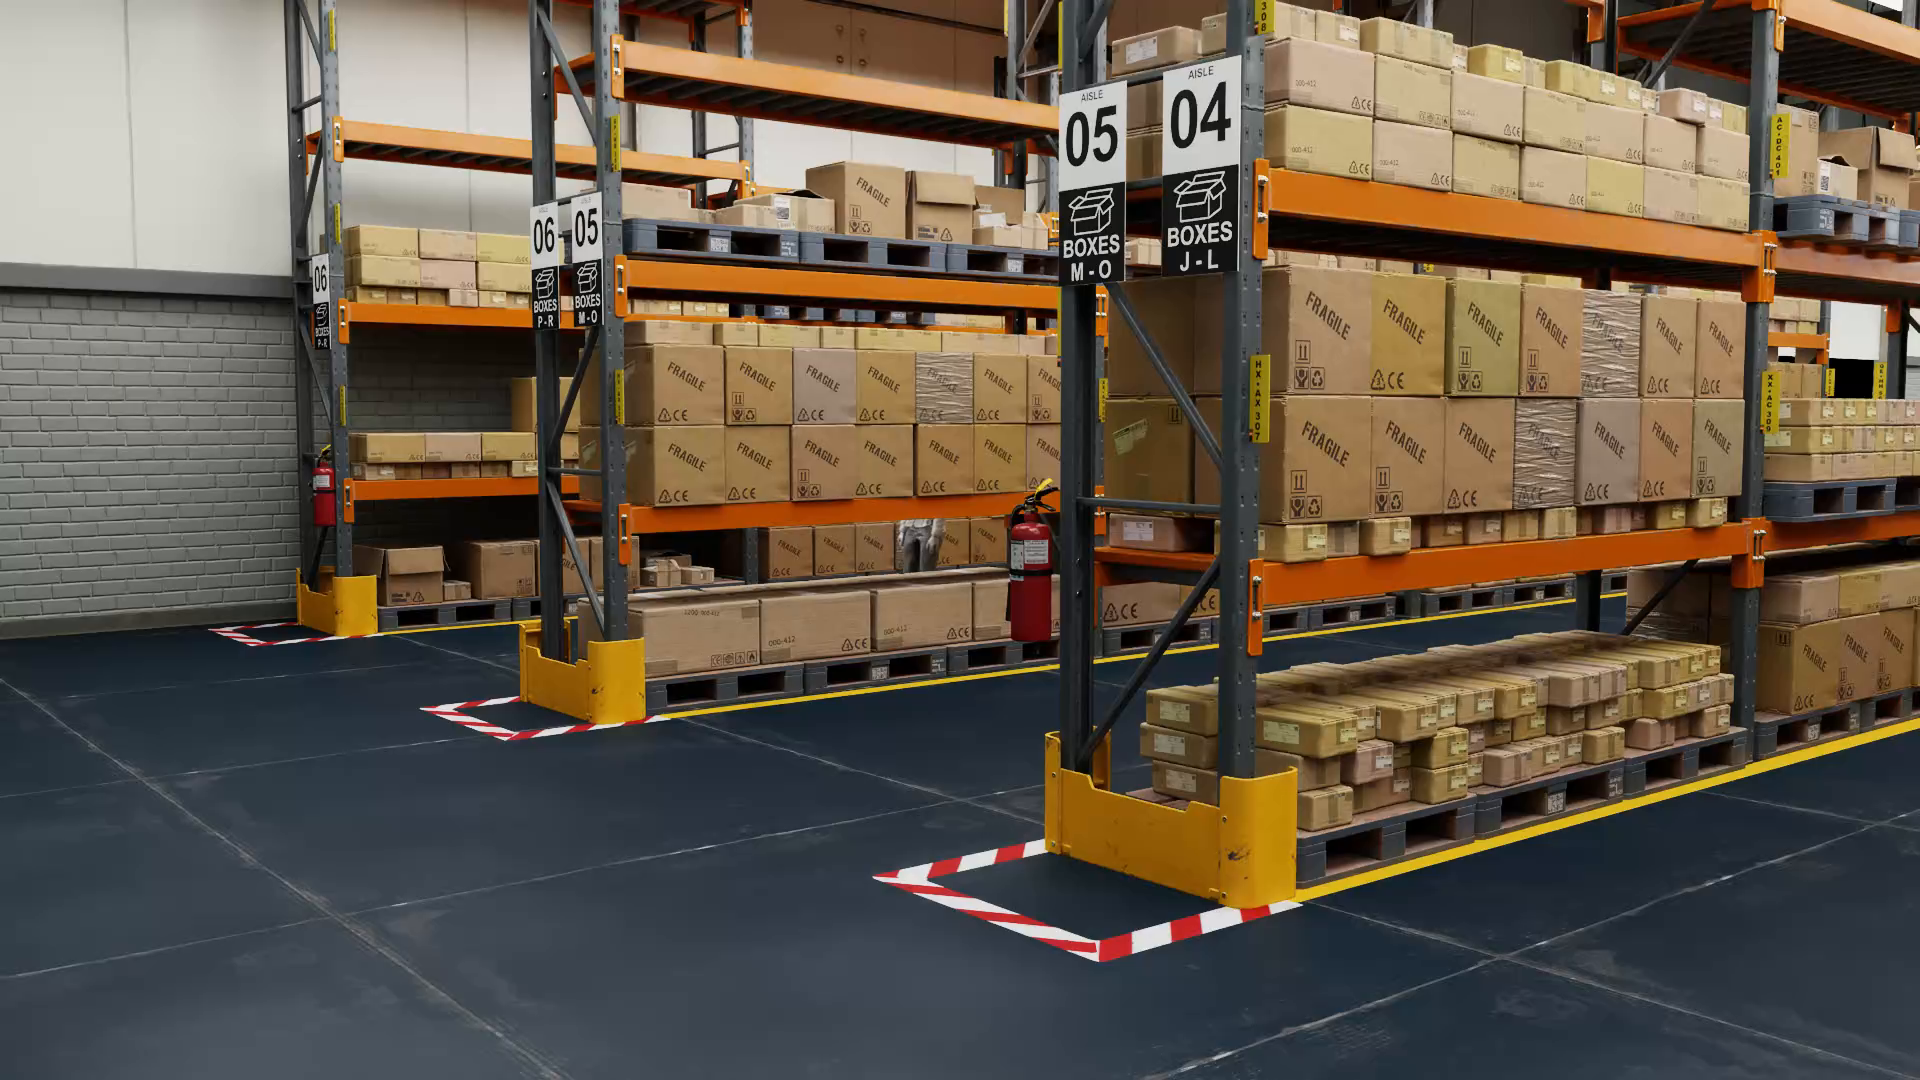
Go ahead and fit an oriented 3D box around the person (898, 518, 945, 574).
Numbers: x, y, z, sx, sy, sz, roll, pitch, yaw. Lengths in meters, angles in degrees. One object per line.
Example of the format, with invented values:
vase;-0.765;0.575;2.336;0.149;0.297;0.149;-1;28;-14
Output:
person;-0.338;-0.032;14.146;0.342;1.663;0.530;-3;6;-38
